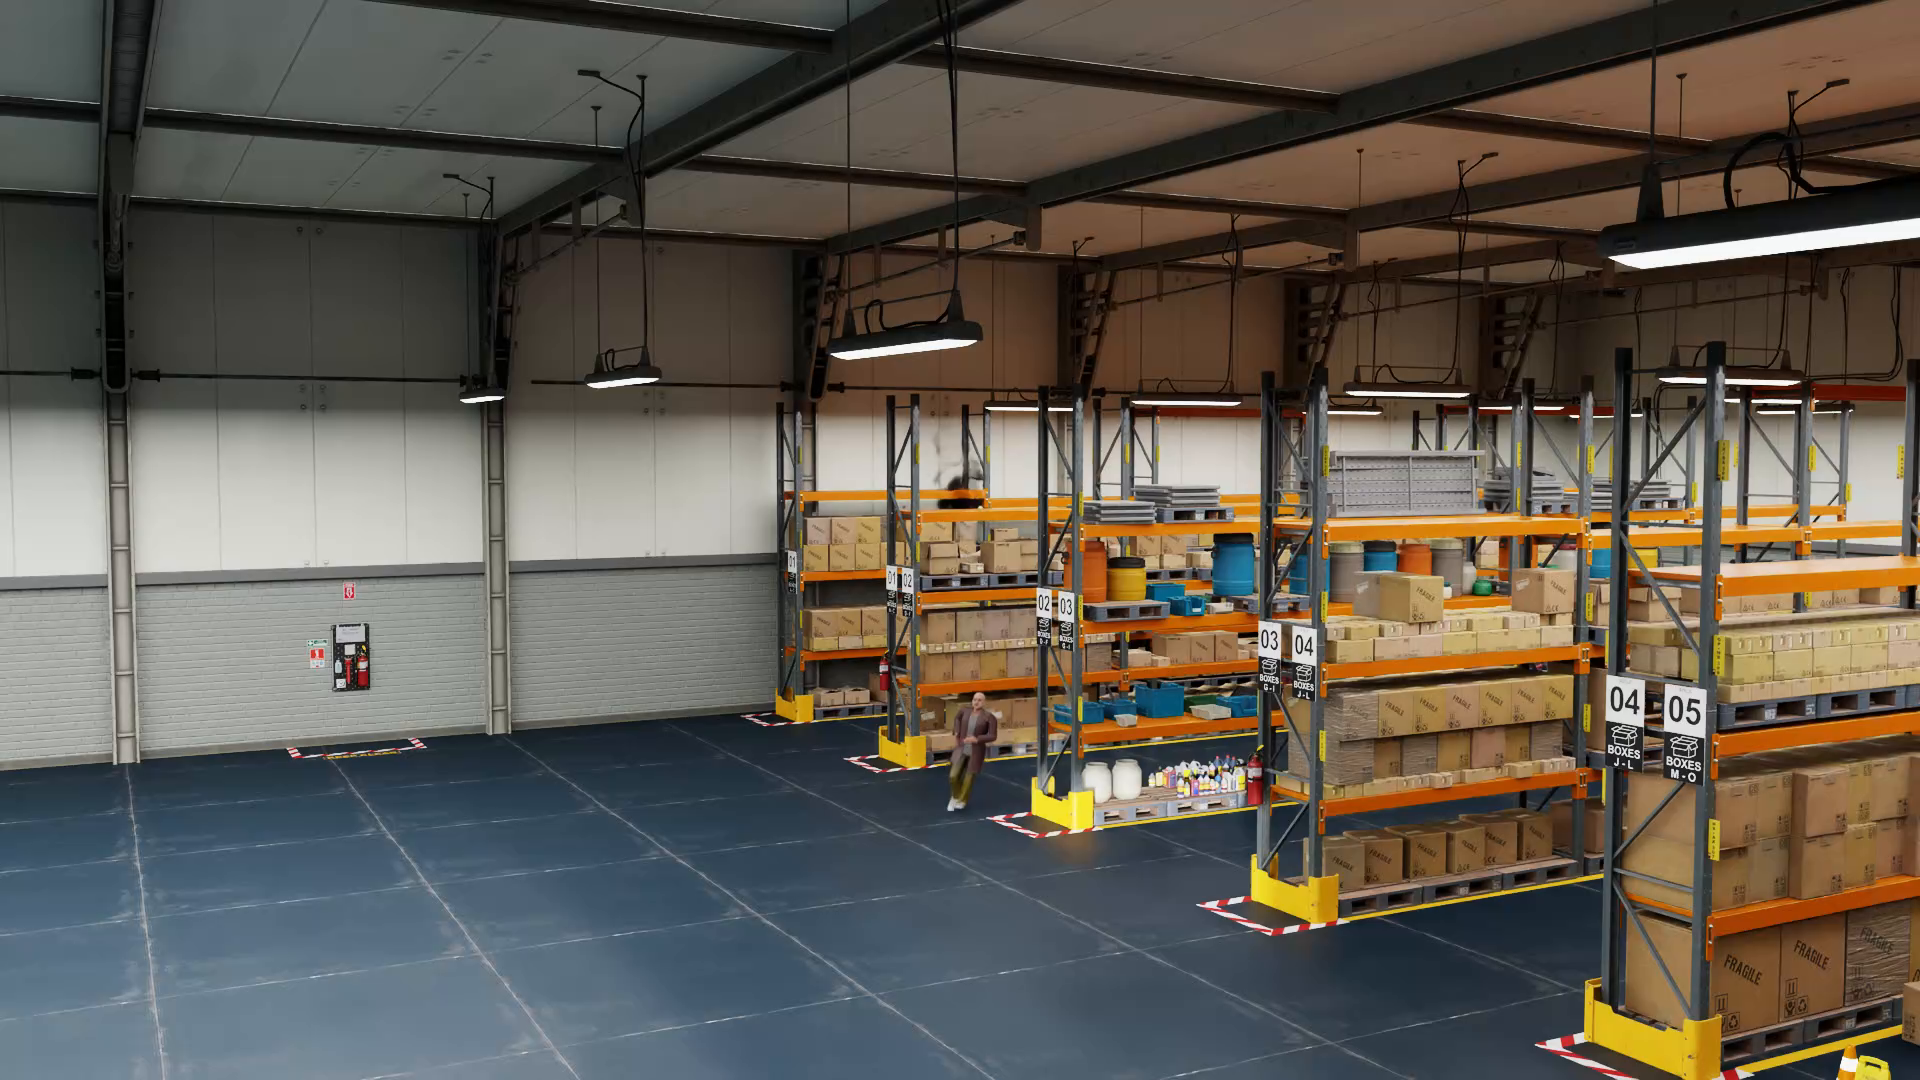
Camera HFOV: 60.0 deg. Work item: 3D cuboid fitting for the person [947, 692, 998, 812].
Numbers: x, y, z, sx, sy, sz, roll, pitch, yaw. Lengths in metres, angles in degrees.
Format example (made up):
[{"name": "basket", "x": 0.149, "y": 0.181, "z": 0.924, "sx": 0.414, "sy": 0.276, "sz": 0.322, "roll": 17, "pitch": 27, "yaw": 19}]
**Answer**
[{"name": "person", "x": 0.172, "y": 2.983, "z": 23.353, "sx": 0.751, "sy": 1.730, "sz": 0.673, "roll": 1, "pitch": 3, "yaw": 17}]
